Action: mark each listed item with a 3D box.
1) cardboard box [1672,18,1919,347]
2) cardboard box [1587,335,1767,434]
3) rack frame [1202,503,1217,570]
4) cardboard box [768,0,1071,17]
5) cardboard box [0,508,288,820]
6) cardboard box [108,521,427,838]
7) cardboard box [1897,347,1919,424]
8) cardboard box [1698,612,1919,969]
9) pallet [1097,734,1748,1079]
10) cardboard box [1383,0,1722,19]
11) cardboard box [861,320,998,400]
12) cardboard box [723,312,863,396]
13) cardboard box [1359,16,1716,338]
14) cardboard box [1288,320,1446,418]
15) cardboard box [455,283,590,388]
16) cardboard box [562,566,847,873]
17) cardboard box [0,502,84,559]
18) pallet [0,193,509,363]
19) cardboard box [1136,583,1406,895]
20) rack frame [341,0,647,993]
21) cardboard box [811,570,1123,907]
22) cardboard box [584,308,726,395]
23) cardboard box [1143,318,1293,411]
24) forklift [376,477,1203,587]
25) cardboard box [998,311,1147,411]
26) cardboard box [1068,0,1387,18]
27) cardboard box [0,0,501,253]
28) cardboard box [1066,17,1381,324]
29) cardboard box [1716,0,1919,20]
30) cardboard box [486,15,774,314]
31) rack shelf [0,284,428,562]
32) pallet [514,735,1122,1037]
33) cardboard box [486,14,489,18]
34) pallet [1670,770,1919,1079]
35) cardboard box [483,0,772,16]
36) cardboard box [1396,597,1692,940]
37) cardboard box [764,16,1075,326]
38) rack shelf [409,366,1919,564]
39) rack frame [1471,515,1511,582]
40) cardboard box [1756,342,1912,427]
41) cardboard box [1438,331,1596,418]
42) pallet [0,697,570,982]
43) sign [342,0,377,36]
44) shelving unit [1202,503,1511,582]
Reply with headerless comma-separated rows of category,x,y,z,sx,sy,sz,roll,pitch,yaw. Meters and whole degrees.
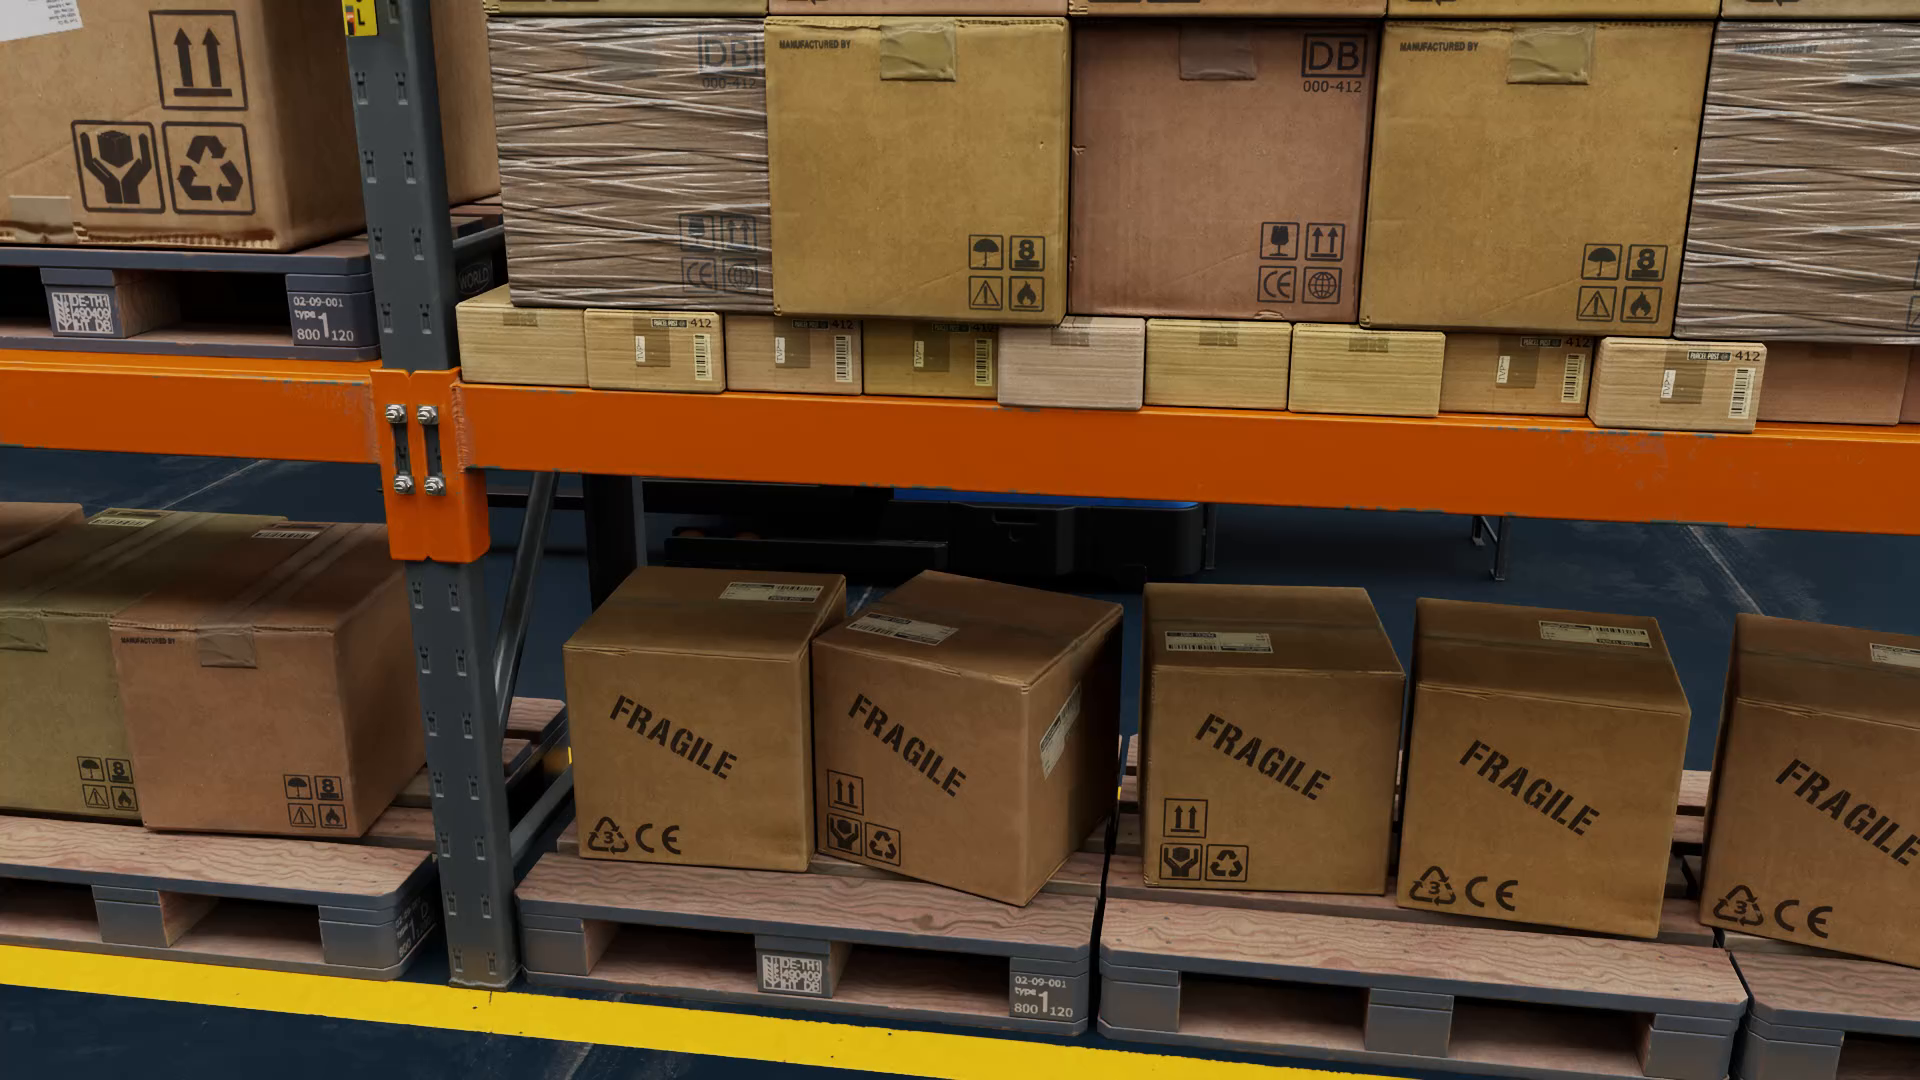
cardboard box,1.480,-0.686,2.998,0.500,0.500,0.875,3,19,9
cardboard box,1.206,-0.308,2.891,0.250,0.149,0.380,3,19,9
rack frame,0.923,-0.681,5.975,0.032,1.500,0.500,2,19,6
cardboard box,-0.033,-1.172,2.875,0.500,0.500,0.500,3,19,9
cardboard box,-2.002,0.273,4.005,0.500,0.500,0.700,3,19,8
cardboard box,-1.534,0.303,3.915,0.500,0.500,0.700,1,19,4
cardboard box,1.718,-0.317,2.920,0.250,0.149,0.380,3,19,9
cardboard box,1.809,0.496,3.372,0.500,0.500,0.500,8,20,23
pallet,0.946,0.770,3.669,1.213,0.211,1.003,3,19,9
cardboard box,0.956,-1.124,2.734,0.500,0.500,0.500,3,19,9
cardboard box,-0.022,-0.381,3.112,0.250,0.149,0.380,3,19,9
cardboard box,-0.271,-0.391,3.141,0.250,0.149,0.380,3,19,9
cardboard box,0.988,-0.714,3.085,0.500,0.500,0.875,3,19,9
cardboard box,0.717,-0.340,2.989,0.250,0.149,0.380,3,19,9
cardboard box,-0.767,-0.412,3.202,0.250,0.149,0.380,3,19,9
cardboard box,-0.542,0.383,3.709,0.500,0.500,0.500,2,19,7
cardboard box,-2.554,0.245,4.089,0.500,0.500,0.700,1,19,4
pallet,-1.663,-0.629,3.758,1.213,0.211,1.003,3,19,9
cardboard box,0.650,0.416,3.610,0.500,0.500,0.500,1,19,4
rack frame,-0.931,-0.636,3.476,0.127,3.000,1.000,3,19,9
cardboard box,0.024,0.410,3.629,0.500,0.500,0.500,9,21,26
cardboard box,-0.522,-0.395,3.152,0.250,0.149,0.380,3,19,9
cardboard box,0.472,-0.356,3.037,0.250,0.149,0.380,3,19,9
forklift,-0.621,-1.413,5.907,3.031,2.935,1.130,2,19,6
cardboard box,0.218,-0.356,3.036,0.250,0.149,0.380,3,19,9
cardboard box,0.460,-1.146,2.799,0.500,0.500,0.500,3,19,9
cardboard box,-1.693,-1.203,3.565,1.000,1.000,1.000,3,19,9
cardboard box,0.501,-0.753,3.198,0.500,0.500,0.875,3,19,9
cardboard box,1.448,-1.097,2.651,0.500,0.500,0.500,3,19,9
cardboard box,-0.497,-0.782,3.287,0.500,0.500,0.875,3,19,9
rack shelf,-2.906,-0.395,3.891,4.000,0.370,1.077,3,19,9
pallet,-0.262,0.709,3.851,1.213,0.211,1.003,3,19,9
cardboard box,-2.041,-2.806,8.229,0.500,0.500,0.700,3,19,8
pallet,2.147,0.832,3.484,1.213,0.211,1.003,3,19,9
cardboard box,-0.527,-1.196,2.949,0.500,0.500,0.500,3,19,9
cardboard box,1.194,0.458,3.484,0.500,0.500,0.500,5,19,14
cardboard box,-0.008,-0.746,3.179,0.500,0.500,0.875,3,19,9
rack shelf,1.044,-0.194,3.289,4.000,0.370,1.077,3,19,9
rack frame,1.933,-0.644,5.863,0.032,1.500,0.500,2,19,6
cardboard box,1.467,-0.323,2.937,0.250,0.149,0.380,3,19,9
cardboard box,0.971,-0.342,2.994,0.250,0.149,0.380,3,19,9
pallet,-1.700,0.648,4.034,1.213,0.211,1.003,3,19,9
sign,-1.016,-1.011,2.772,0.005,0.325,0.100,3,19,9
shelving unit,1.428,-0.662,5.919,1.048,1.500,0.538,2,19,6
